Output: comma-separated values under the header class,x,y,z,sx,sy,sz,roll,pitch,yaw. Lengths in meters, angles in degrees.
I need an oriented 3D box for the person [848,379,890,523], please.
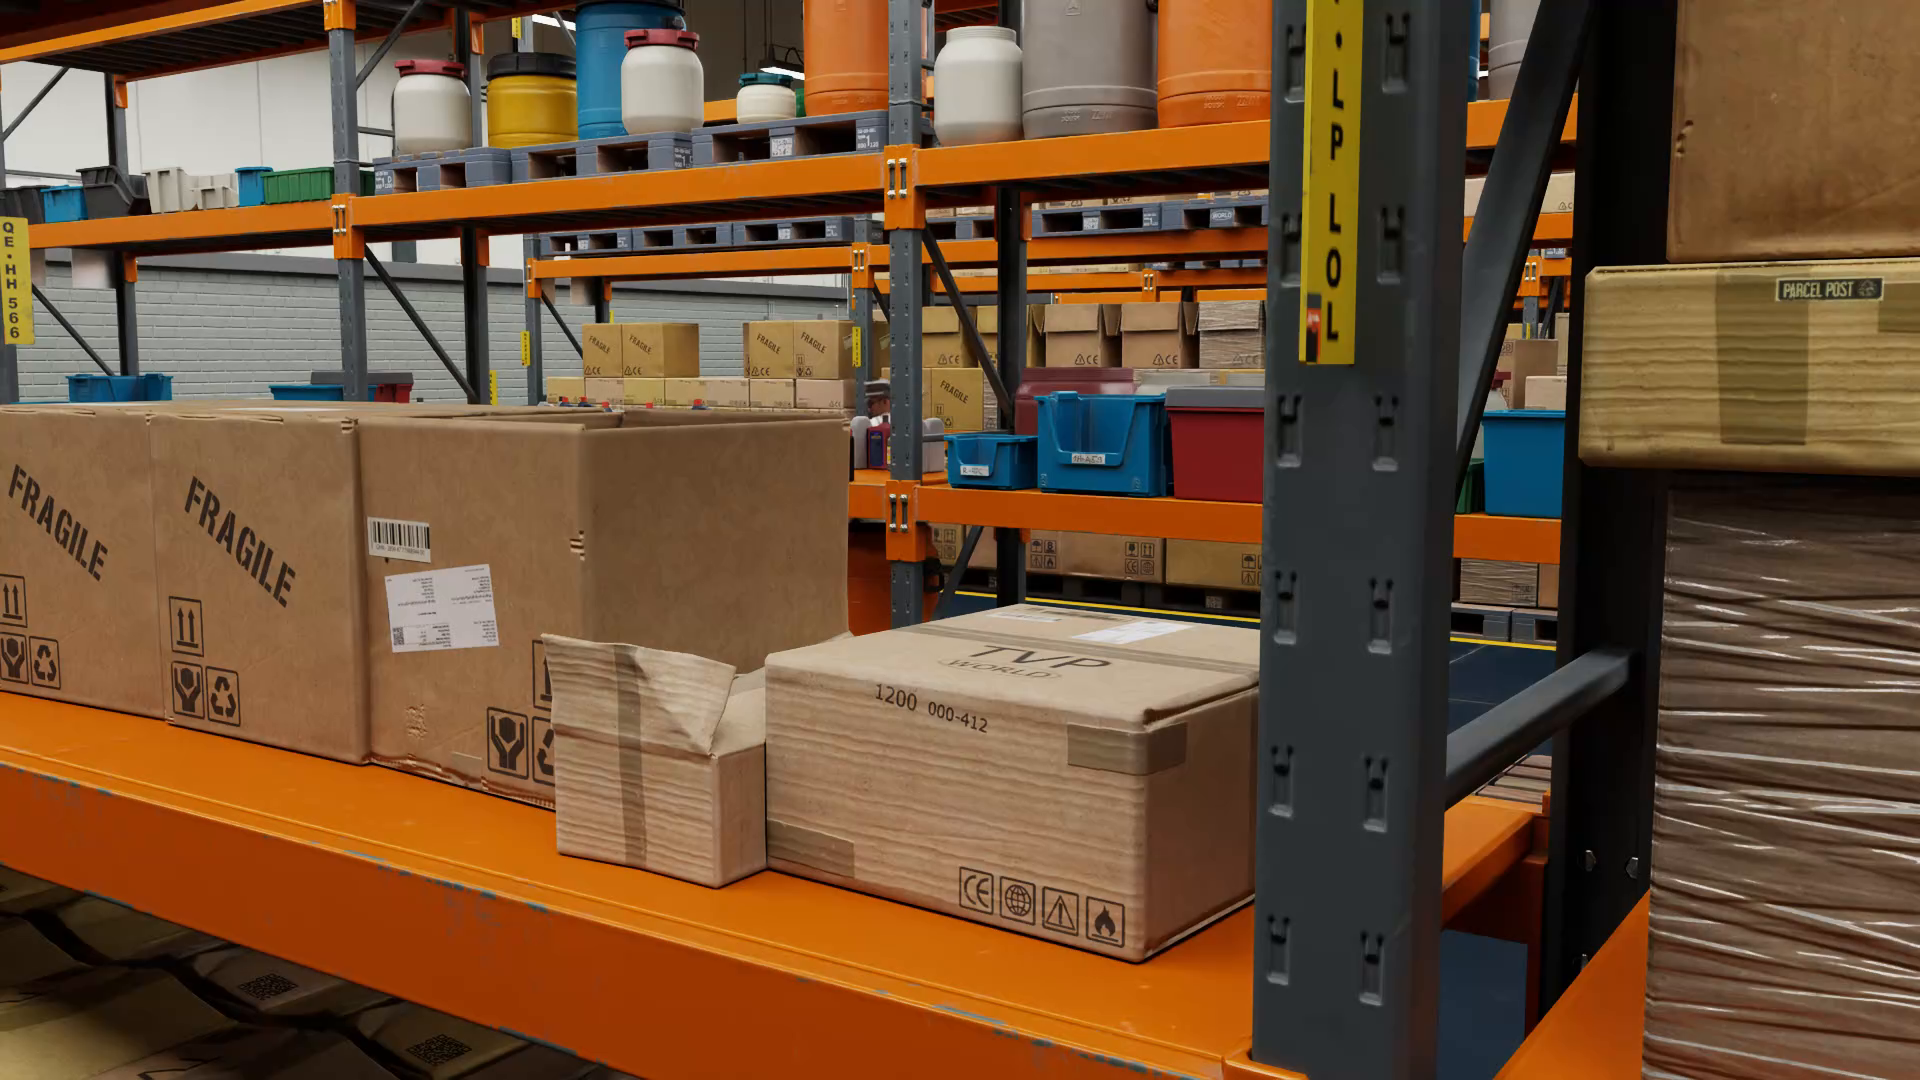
class,x,y,z,sx,sy,sz,roll,pitch,yaw
person,-0.484,-0.183,10.862,0.582,1.729,0.704,-3,7,-28
